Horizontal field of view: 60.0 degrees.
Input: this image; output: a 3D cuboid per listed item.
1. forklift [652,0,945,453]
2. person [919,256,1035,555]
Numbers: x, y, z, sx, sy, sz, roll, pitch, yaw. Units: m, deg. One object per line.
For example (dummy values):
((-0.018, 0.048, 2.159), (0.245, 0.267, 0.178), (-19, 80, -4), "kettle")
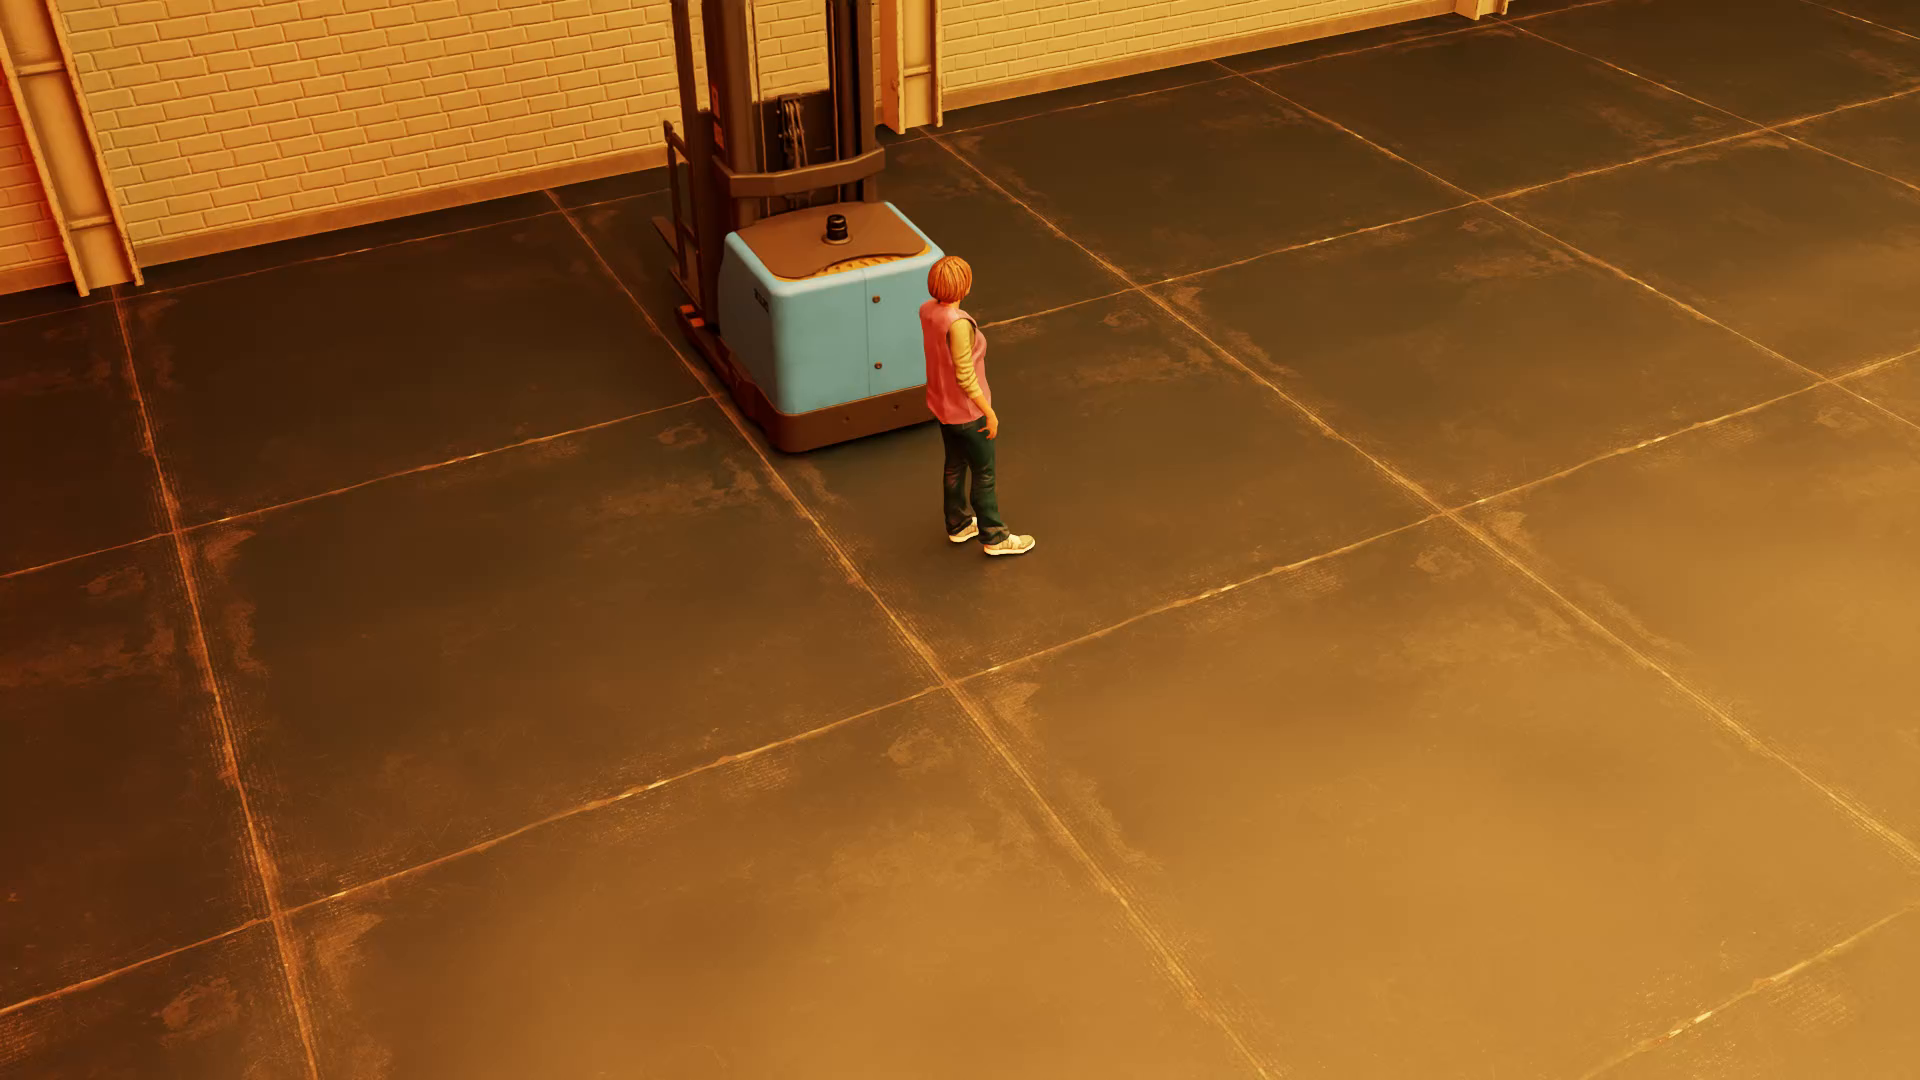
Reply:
((-1.153, -2.520, 9.688), (1.130, 2.935, 3.031), (-15, 38, -21), "forklift")
((0.072, -0.671, 8.215), (0.475, 1.598, 0.519), (-17, 39, -23), "person")
